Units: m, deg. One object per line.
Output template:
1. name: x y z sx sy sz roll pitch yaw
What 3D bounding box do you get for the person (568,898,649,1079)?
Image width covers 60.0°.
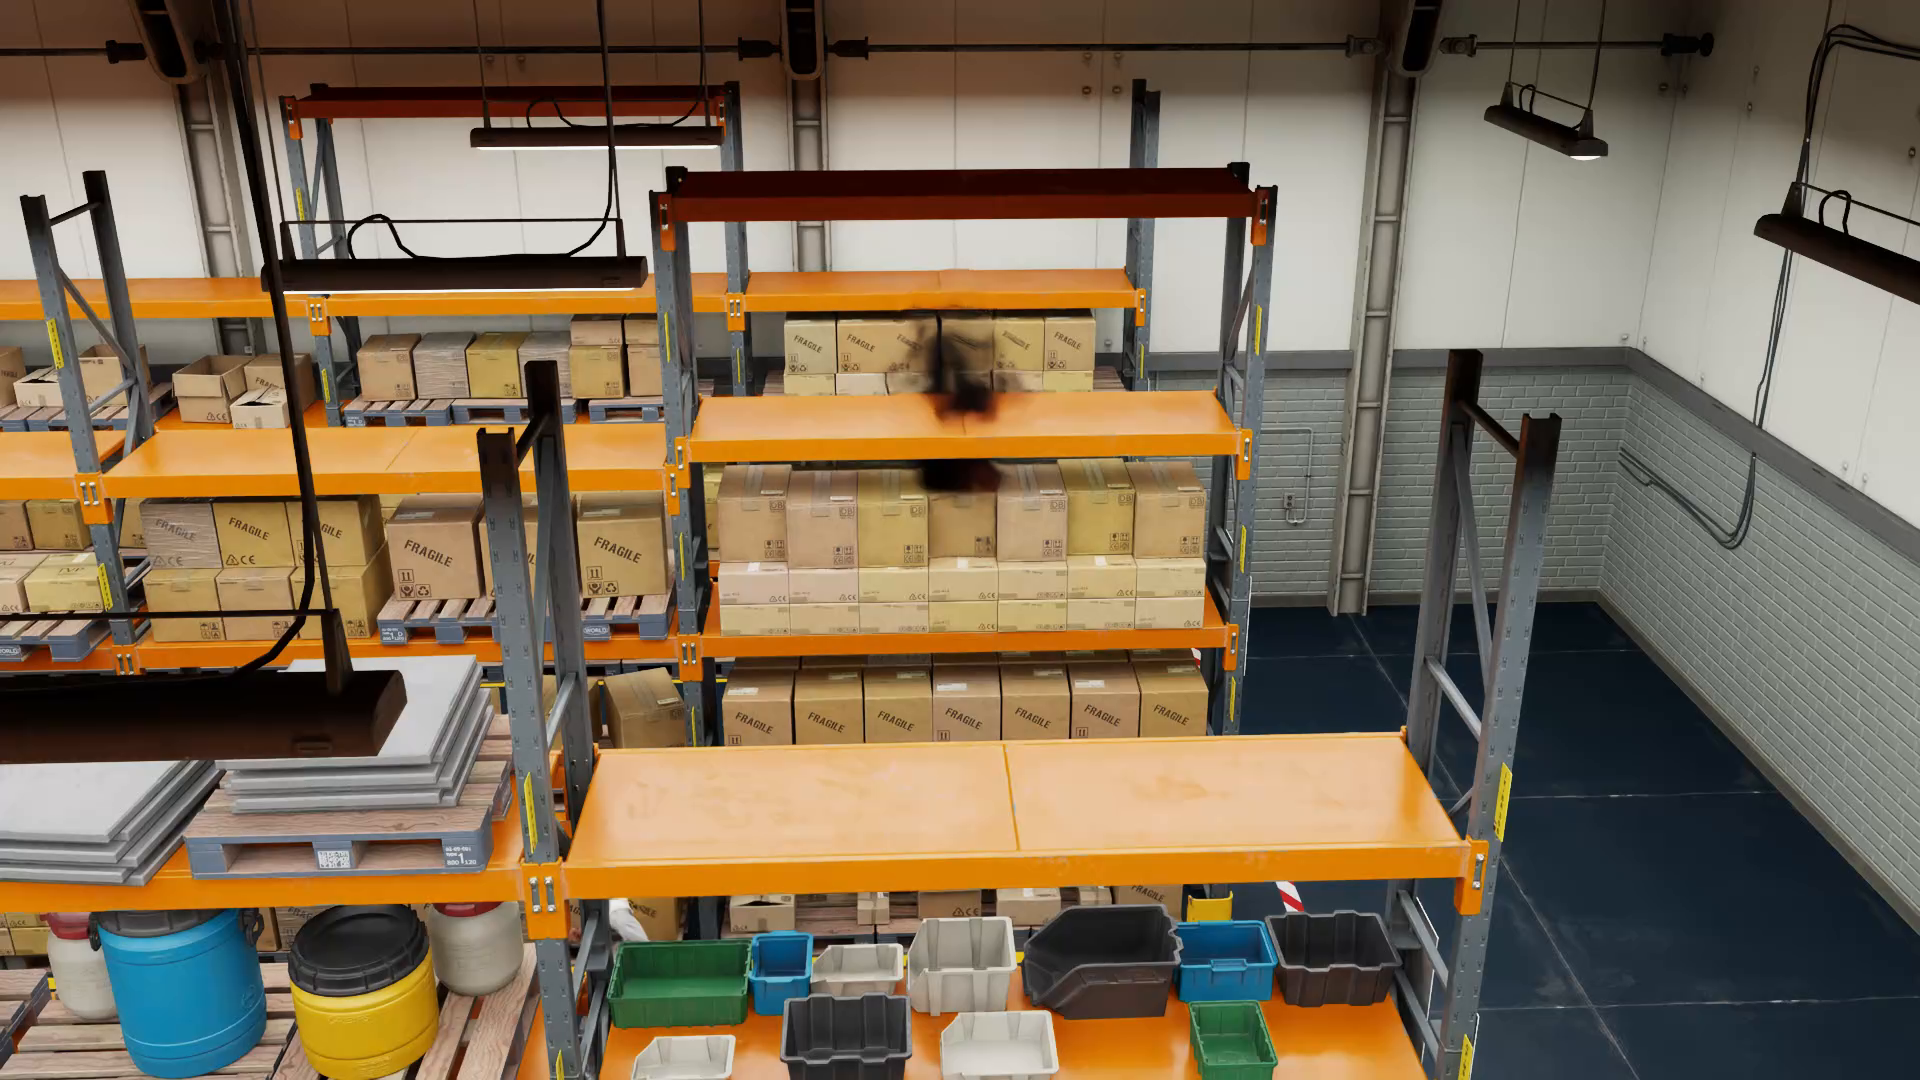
1. person: -2.276 2.889 11.075 0.756 1.839 0.672 -5 23 -11
